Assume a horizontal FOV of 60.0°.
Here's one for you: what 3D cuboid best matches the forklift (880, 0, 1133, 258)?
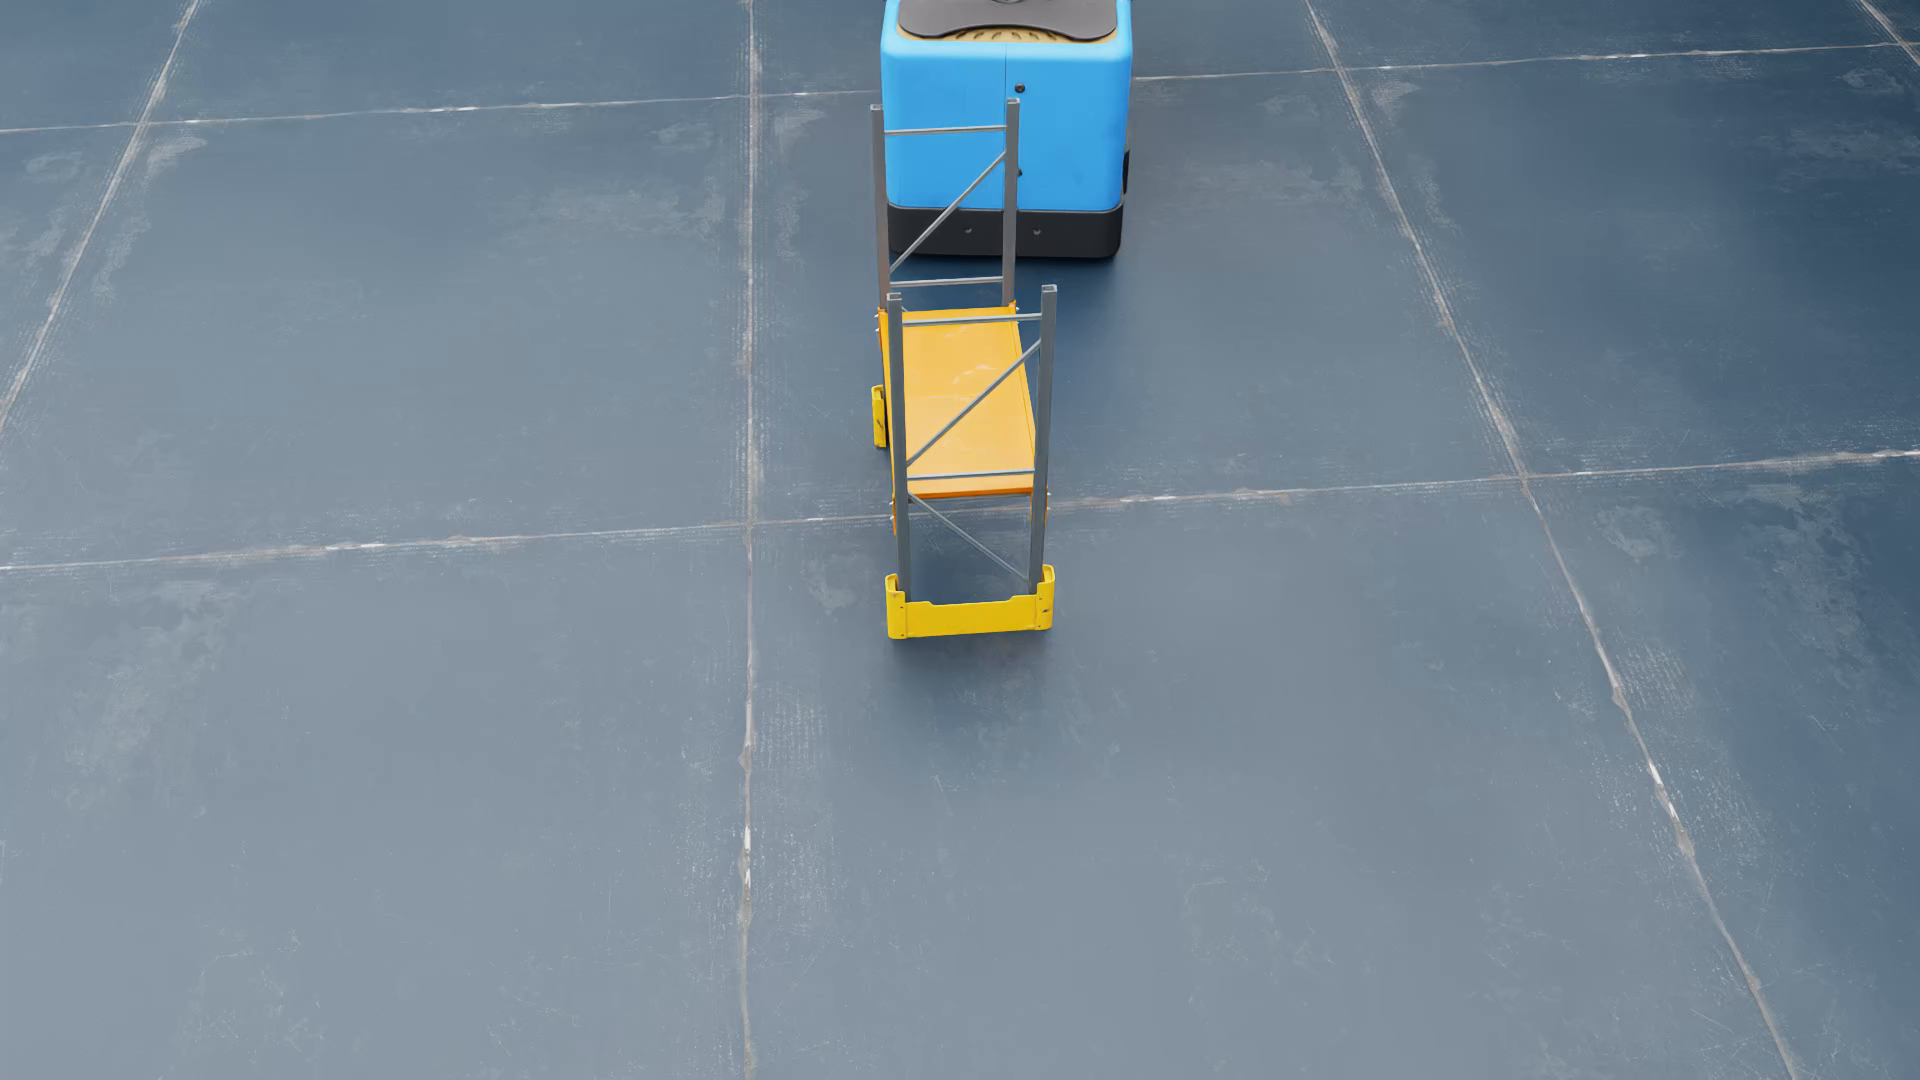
[{"bbox_3d":[0.241,-3.310,7.366,1.130,2.935,3.031,2,47,1],"label":"forklift"}]

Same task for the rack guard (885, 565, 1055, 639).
[{"bbox_3d":[0.035,0.219,5.870,0.587,0.250,0.087,-3,47,-3],"label":"rack guard"}]

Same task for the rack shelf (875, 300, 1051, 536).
[{"bbox_3d":[-0.007,-0.454,5.895,0.538,0.185,1.000,-3,47,-3],"label":"rack shelf"}]

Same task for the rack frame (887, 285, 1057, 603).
[{"bbox_3d":[0.035,-0.210,5.416,0.500,1.500,0.032,-3,47,-3],"label":"rack frame"}]

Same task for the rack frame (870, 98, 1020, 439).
[{"bbox_3d":[-0.050,-0.945,6.112,0.500,1.500,0.032,-3,47,-3],"label":"rack frame"}]

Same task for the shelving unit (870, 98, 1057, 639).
[{"bbox_3d":[-0.006,-0.571,5.758,0.587,1.500,1.083,-3,47,-3],"label":"shelving unit"}]

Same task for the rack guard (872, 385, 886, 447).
[{"bbox_3d":[-0.048,-0.501,6.553,0.587,0.250,0.087,-3,47,-3],"label":"rack guard"}]
